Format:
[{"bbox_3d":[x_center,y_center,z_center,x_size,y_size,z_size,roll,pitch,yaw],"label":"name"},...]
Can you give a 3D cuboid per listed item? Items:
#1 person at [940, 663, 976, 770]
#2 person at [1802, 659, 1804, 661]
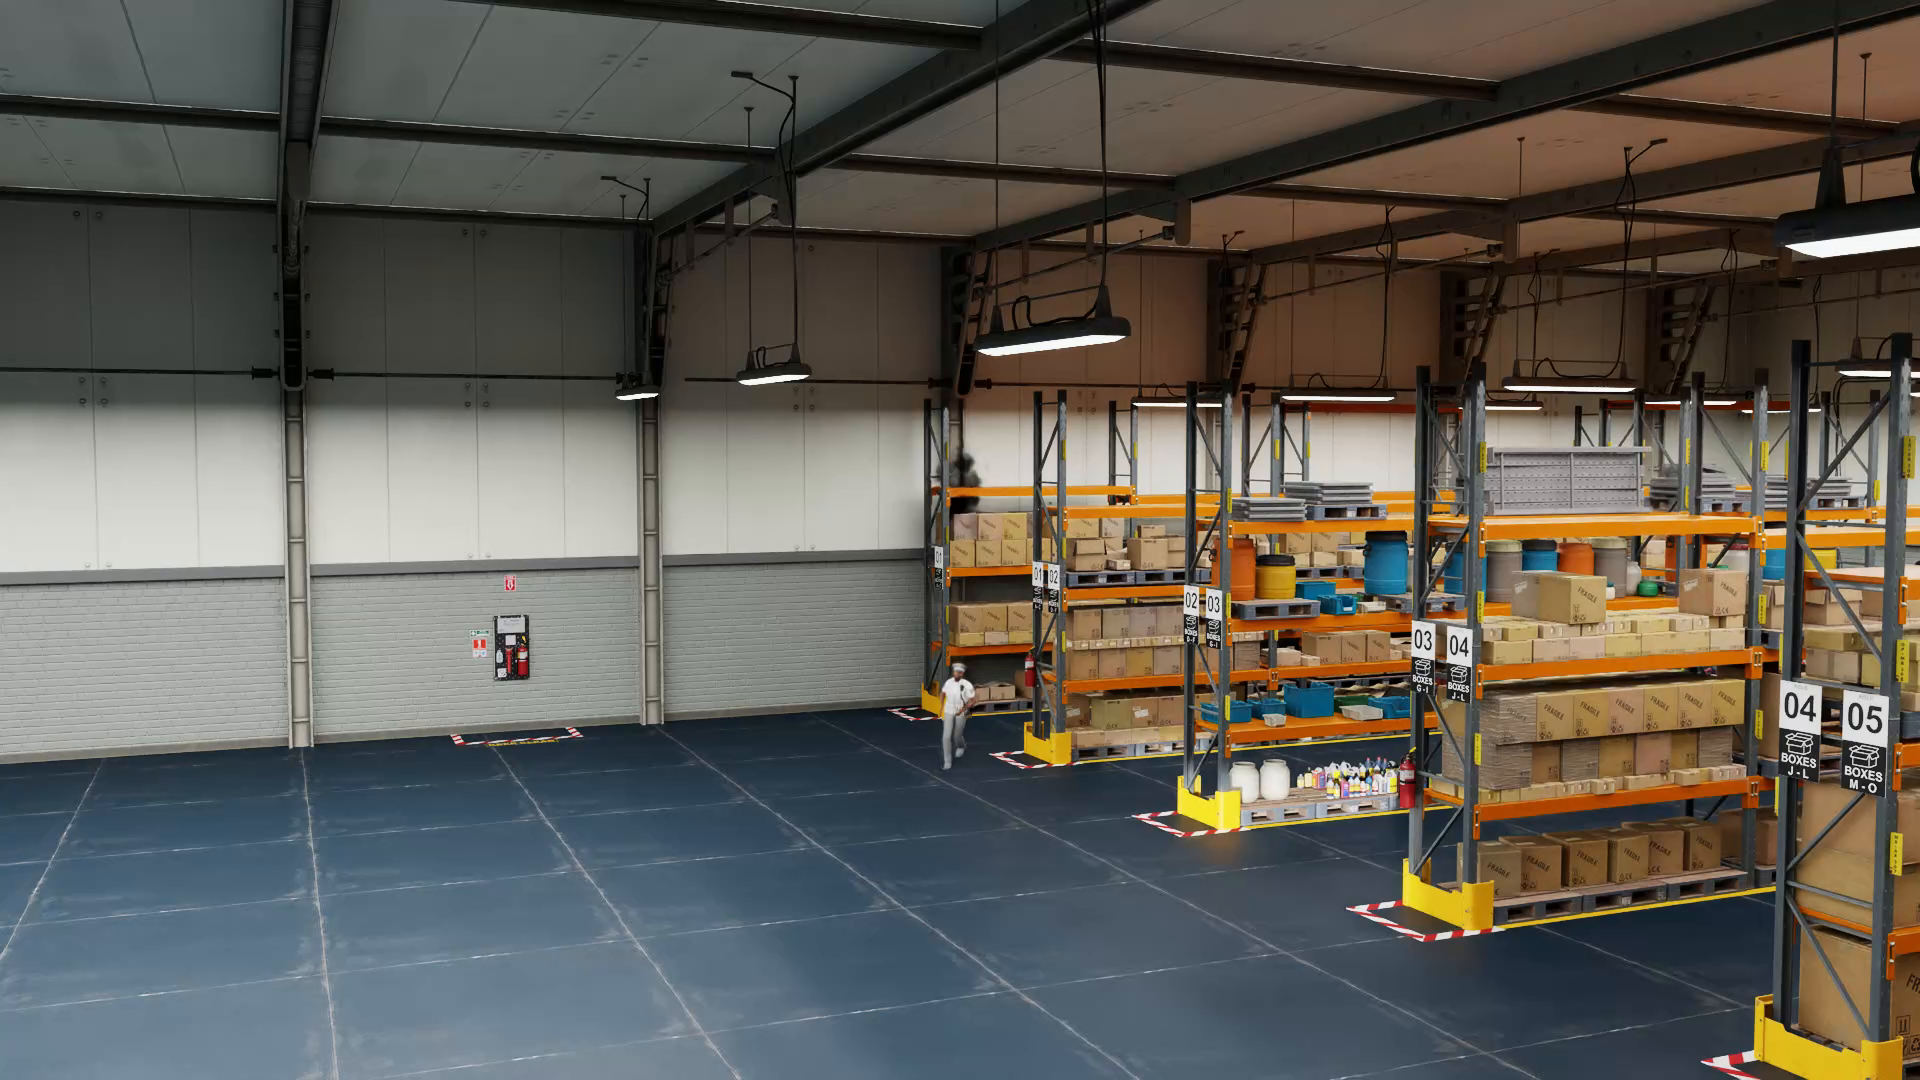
[{"bbox_3d":[-0.046,2.788,26.558,0.609,1.682,0.827,1,3,15],"label":"person"},{"bbox_3d":[16.042,2.496,31.274,0.647,1.772,0.685,-2,4,-27],"label":"person"}]
